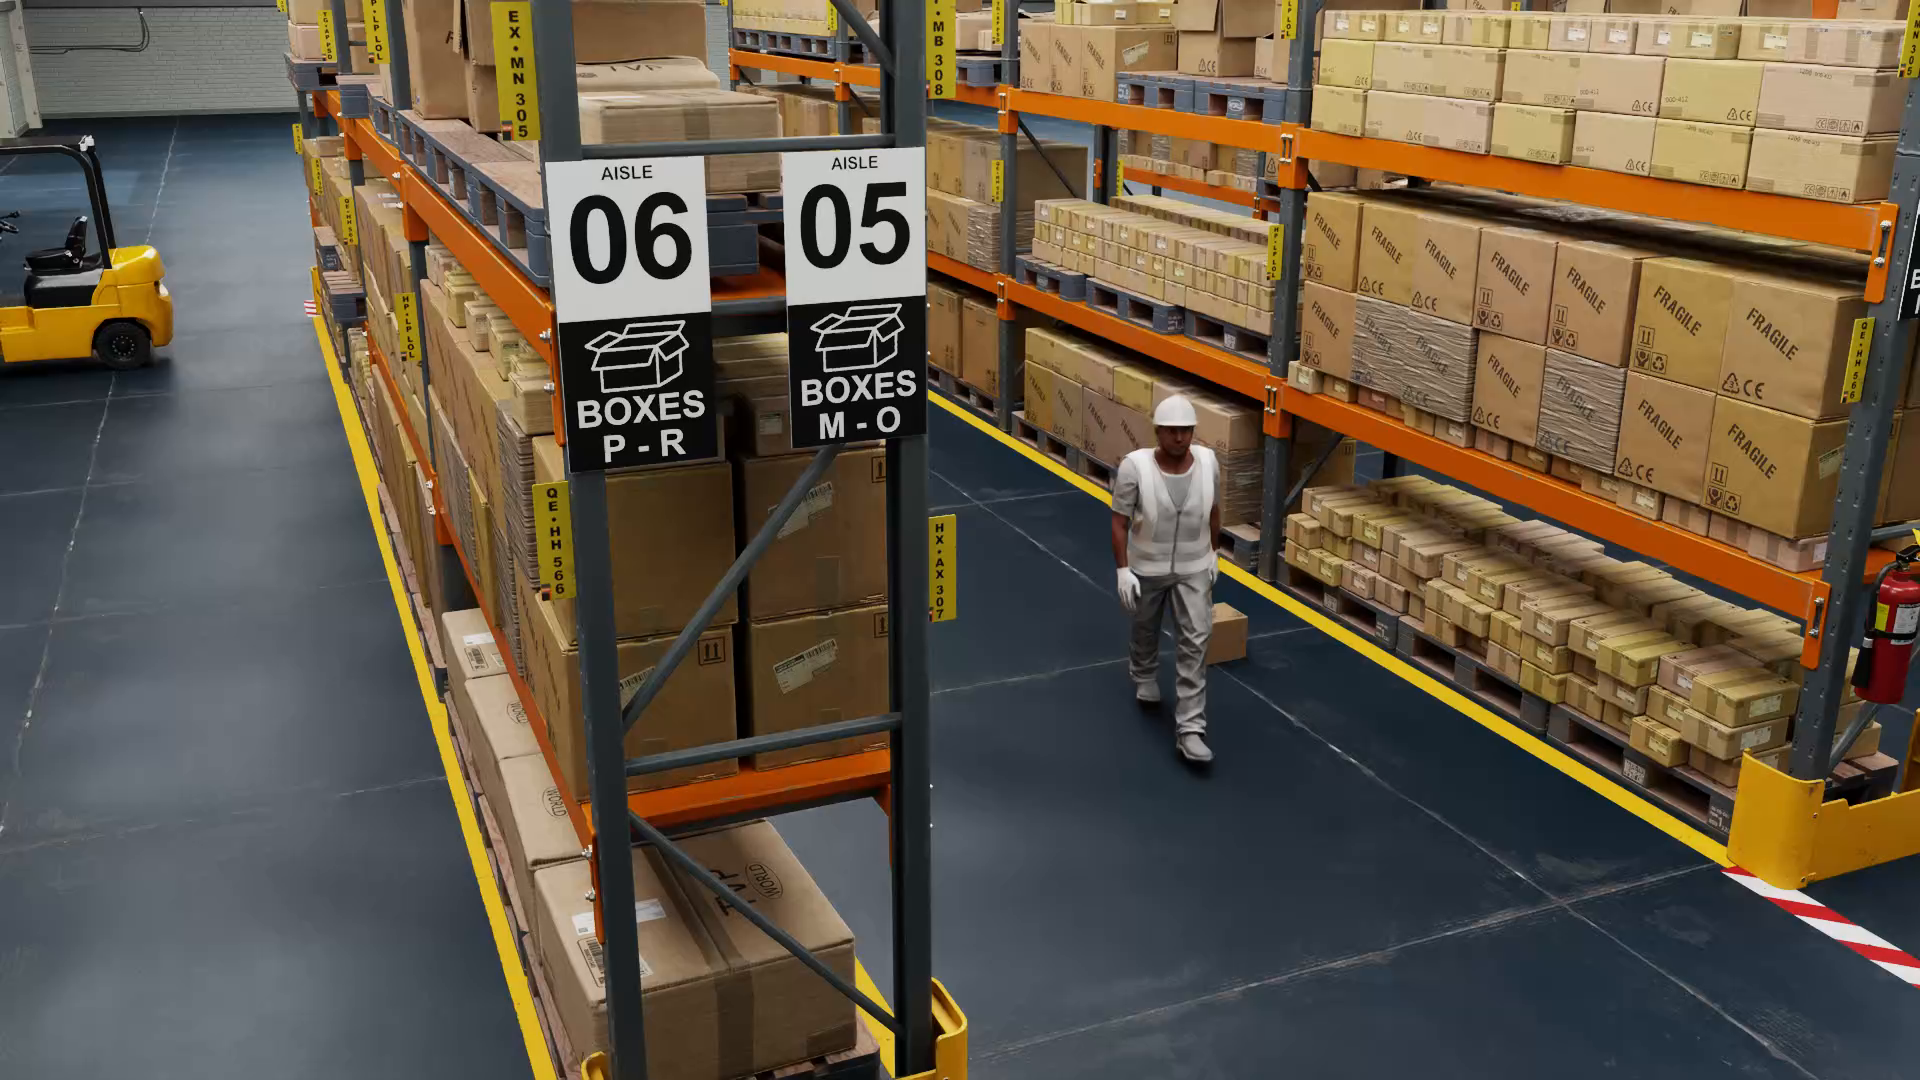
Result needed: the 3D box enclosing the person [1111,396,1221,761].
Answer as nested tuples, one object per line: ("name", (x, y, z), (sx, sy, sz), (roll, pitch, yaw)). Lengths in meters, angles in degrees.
("person", (1.019, 0.134, 8.125), (0.575, 1.717, 1.056), (0, 19, -1))
